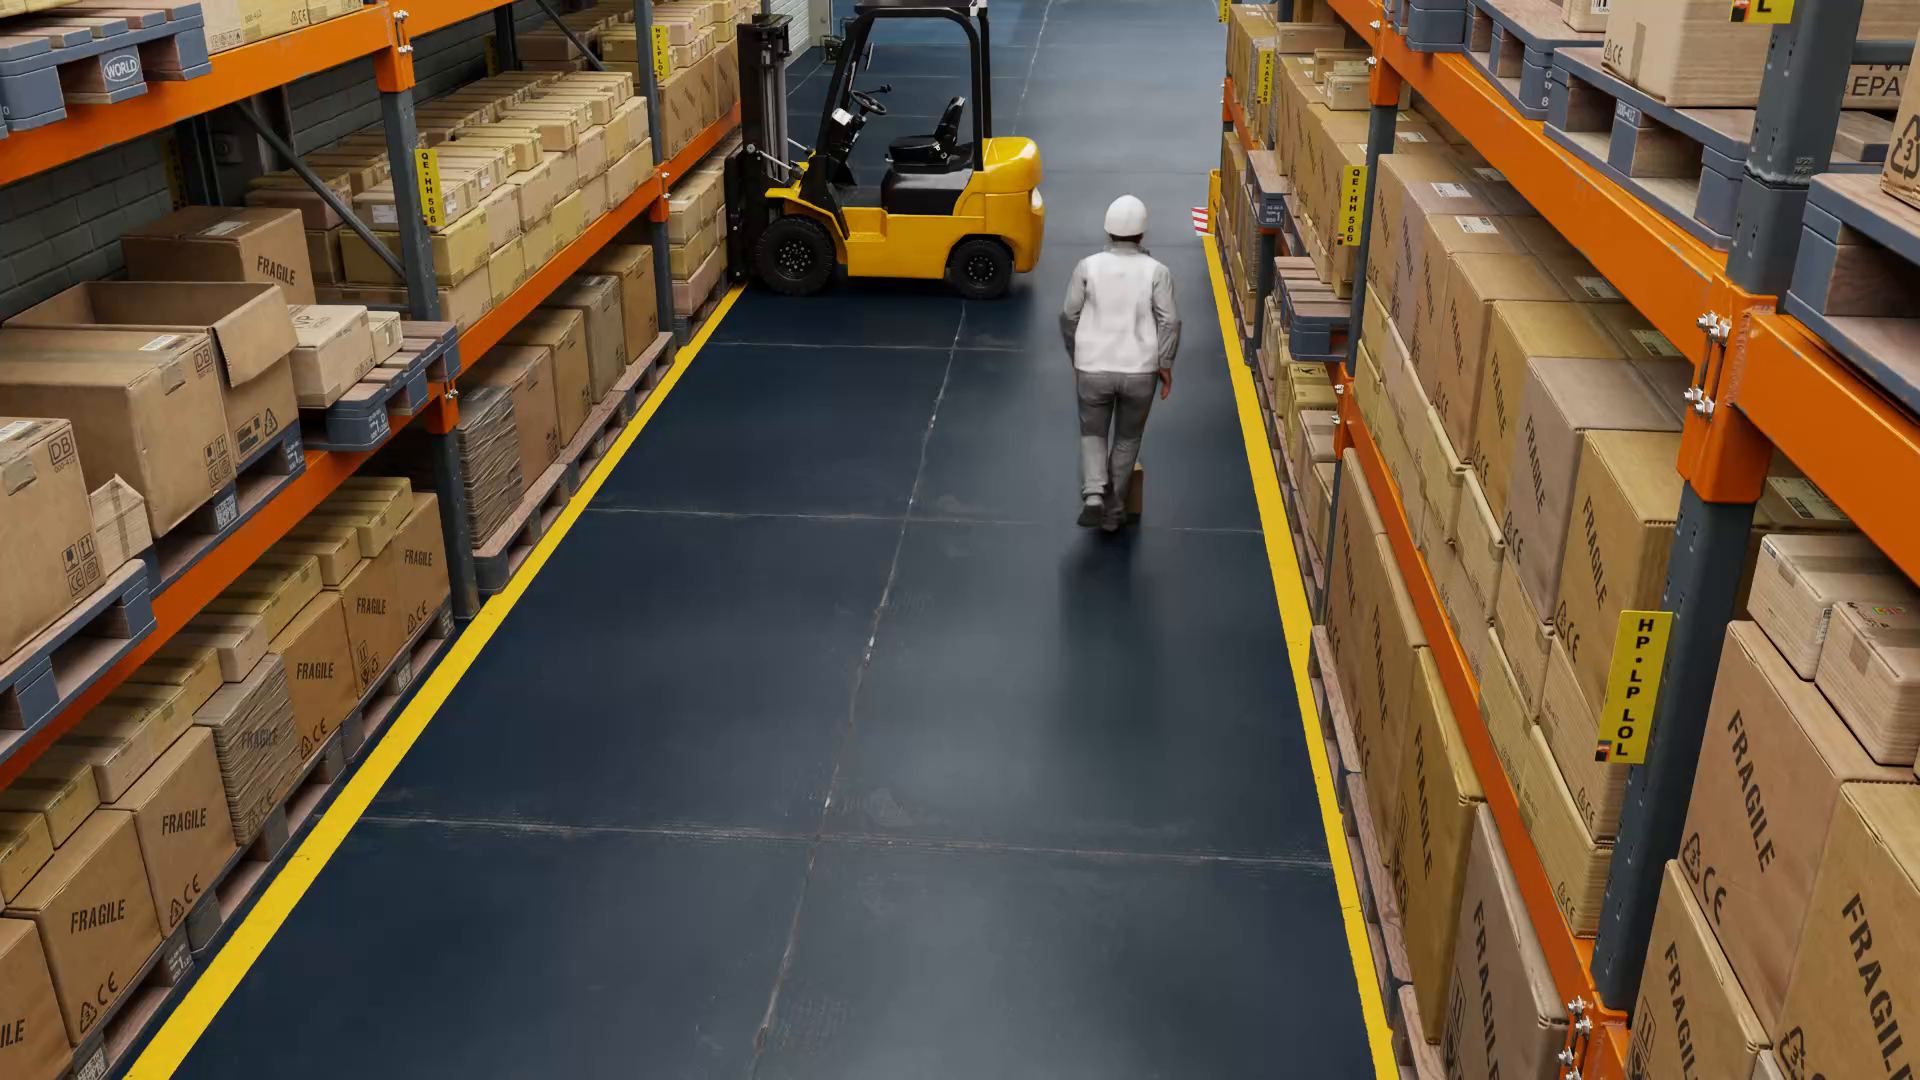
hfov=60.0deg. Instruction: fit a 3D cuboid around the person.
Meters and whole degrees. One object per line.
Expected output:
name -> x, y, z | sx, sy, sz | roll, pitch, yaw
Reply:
person -> 0.802, -0.852, 8.485 | 0.624, 1.735, 0.692 | 3, 25, 7
